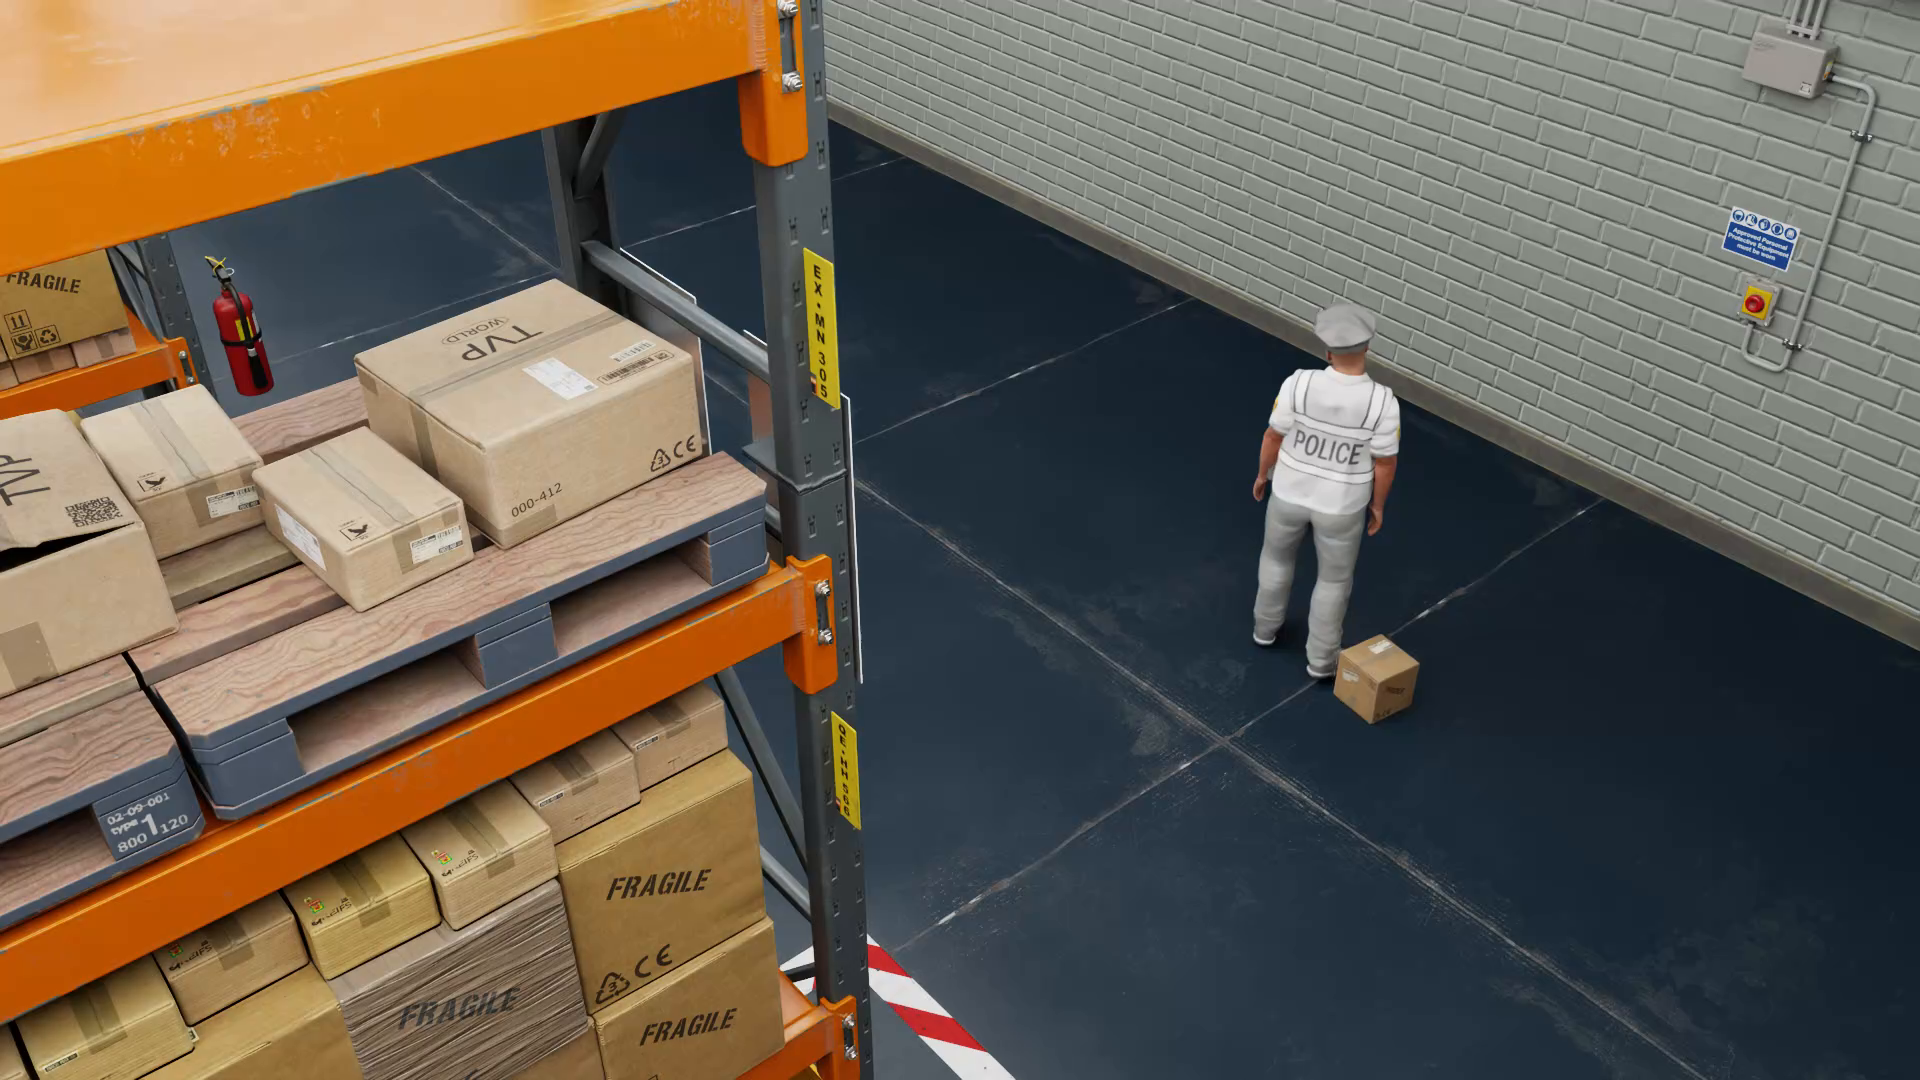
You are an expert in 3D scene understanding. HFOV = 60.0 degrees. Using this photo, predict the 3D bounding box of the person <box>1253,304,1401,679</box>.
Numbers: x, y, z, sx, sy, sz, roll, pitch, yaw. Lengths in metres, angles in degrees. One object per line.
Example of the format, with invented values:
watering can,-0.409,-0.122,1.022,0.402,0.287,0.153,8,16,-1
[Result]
person,1.602,-0.215,7.323,0.622,1.765,0.465,14,38,19
